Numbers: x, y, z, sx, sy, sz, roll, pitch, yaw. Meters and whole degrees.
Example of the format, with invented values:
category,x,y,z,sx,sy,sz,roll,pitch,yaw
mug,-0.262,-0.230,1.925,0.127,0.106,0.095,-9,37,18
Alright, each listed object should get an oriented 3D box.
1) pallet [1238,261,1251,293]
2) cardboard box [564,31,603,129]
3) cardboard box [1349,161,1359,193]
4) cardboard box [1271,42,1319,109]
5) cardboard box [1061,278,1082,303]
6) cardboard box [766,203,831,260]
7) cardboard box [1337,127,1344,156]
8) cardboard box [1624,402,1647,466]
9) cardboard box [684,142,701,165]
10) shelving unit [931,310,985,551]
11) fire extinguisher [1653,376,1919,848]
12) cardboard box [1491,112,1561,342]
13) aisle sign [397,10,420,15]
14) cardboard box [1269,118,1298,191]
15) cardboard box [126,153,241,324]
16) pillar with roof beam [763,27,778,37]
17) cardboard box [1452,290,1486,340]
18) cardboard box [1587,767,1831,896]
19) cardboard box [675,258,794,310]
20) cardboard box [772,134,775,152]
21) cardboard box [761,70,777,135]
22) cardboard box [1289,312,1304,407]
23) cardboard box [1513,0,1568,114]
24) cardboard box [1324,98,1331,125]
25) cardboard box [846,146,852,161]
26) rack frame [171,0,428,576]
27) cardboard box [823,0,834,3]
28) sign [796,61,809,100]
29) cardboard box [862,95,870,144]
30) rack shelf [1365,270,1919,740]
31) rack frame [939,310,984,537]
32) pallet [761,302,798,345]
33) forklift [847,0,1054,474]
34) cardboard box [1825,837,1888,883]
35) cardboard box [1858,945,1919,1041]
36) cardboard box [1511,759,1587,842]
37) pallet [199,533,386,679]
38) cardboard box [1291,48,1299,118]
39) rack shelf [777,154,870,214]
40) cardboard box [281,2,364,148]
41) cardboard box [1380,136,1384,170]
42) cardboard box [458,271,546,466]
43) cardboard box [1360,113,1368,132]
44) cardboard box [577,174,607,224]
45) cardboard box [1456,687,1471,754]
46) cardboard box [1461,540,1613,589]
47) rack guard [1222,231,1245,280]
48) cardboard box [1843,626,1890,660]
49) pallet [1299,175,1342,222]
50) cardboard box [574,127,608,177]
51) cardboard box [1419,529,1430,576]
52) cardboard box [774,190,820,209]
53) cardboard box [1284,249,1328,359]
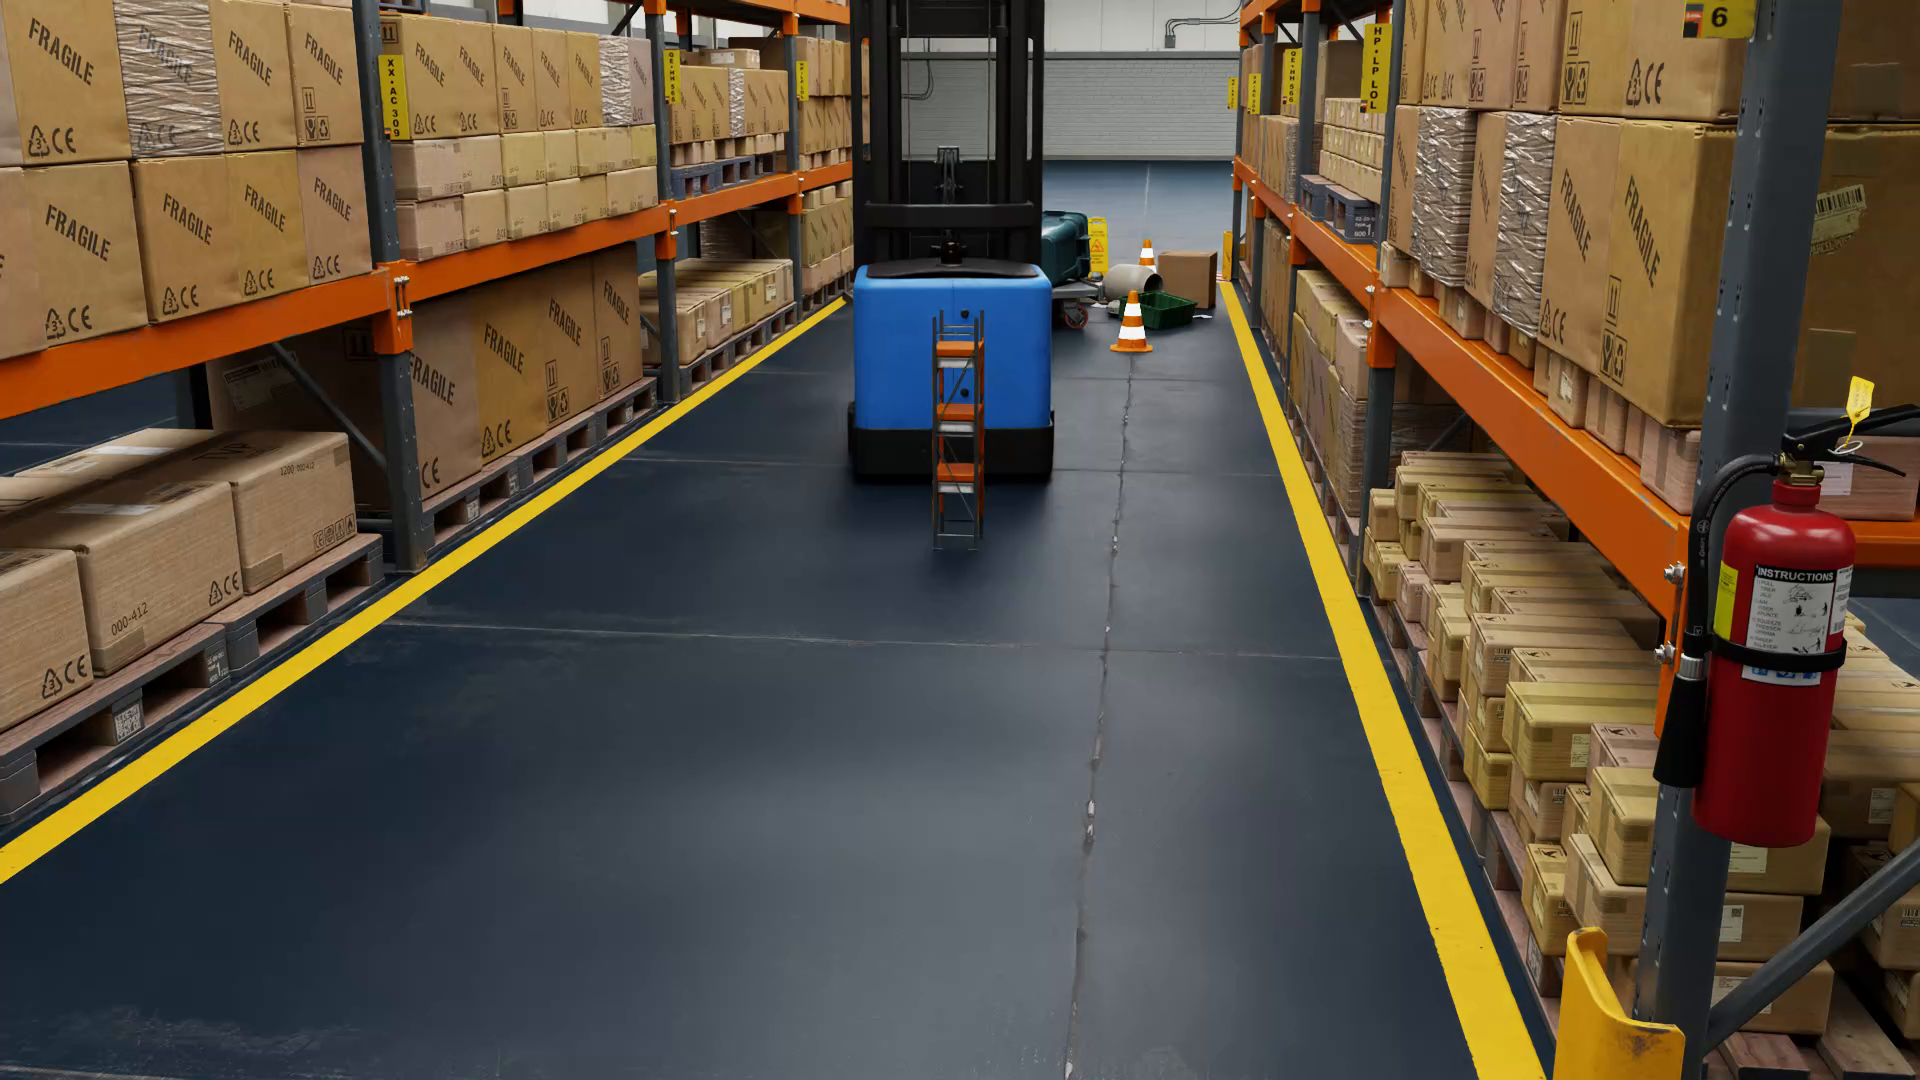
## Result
category,x,y,z,sx,sy,sz,roll,pitch,yaw
pallet,3.463,-2.761,17.468,1.003,0.211,1.213,2,15,6
cardboard box,-2.268,-2.488,9.011,0.500,0.500,0.500,2,15,6
cardboard box,2.143,-1.802,8.255,0.380,0.149,0.250,1,15,4
cardboard box,3.100,-3.967,14.232,0.875,0.550,0.550,2,15,6
cardboard box,0.766,-2.524,15.771,0.797,0.637,0.503,2,15,6
cardboard box,-1.522,-2.920,15.742,0.500,0.500,0.500,2,15,9
cardboard box,2.235,-2.142,8.944,0.380,0.149,0.250,2,15,7
cardboard box,1.491,-0.202,3.143,0.380,0.149,0.250,2,15,6
cardboard box,-1.994,-2.663,11.442,0.380,0.149,0.250,1,15,3
shelving unit,-0.006,-0.493,7.474,0.215,1.050,0.252,2,15,6
fire extinguisher,1.183,0.102,2.400,0.296,0.674,0.183,2,15,6
cardboard box,1.576,-0.748,3.920,0.500,0.500,0.500,2,15,6
aisle sign,-6.087,-5.845,18.550,0.394,0.787,0.004,2,15,6
cardboard box,2.525,-2.807,12.104,0.500,0.500,0.500,2,15,7
cardboard box,-2.701,-0.980,5.348,0.500,0.500,0.500,1,15,5
pillar with roof beam,-0.375,-13.421,40.057,9.100,9.000,0.400,2,15,6
cardboard box,1.664,-0.676,4.897,0.380,0.149,0.250,2,15,9
cardboard box,1.478,0.575,3.307,0.380,0.149,0.250,2,15,7
cardboard box,-1.962,-2.197,14.269,0.950,0.372,0.625,2,15,7
cardboard box,-1.737,-3.271,13.688,0.380,0.149,0.250,1,15,5
cardboard box,-1.784,-3.538,13.434,0.500,0.500,0.500,2,15,7
cardboard box,2.240,-1.062,9.826,0.500,0.500,0.500,1,15,4
cardboard box,1.581,-1.234,3.802,0.500,0.500,0.500,2,15,9
cardboard box,2.328,-2.495,9.680,0.380,0.149,0.250,2,15,6
cardboard box,-1.251,-4.009,17.223,0.380,0.149,0.250,2,15,7
rack frame,-2.808,-1.324,6.811,1.000,3.000,0.127,2,15,6
cardboard box,-1.394,-5.131,15.625,0.380,0.149,0.250,1,15,5
sign,-1.354,-3.942,14.276,0.100,0.325,0.005,2,15,6
cardboard box,-1.242,-4.479,17.719,0.500,0.500,0.500,1,15,5
rack shelf,1.896,-0.338,4.545,1.077,0.370,4.000,2,15,6
rack frame,0.008,-0.525,7.591,0.200,1.050,0.008,2,15,6
pallet,-1.992,-1.851,14.102,1.003,0.211,1.213,2,15,6
forklift,-0.080,-2.084,9.754,1.130,2.935,3.031,0,15,-2
cardboard box,2.071,0.665,3.542,0.380,0.149,0.250,2,15,6
cardboard box,2.047,0.880,3.317,0.380,0.149,0.250,2,15,7
cardboard box,1.503,0.583,3.847,0.380,0.149,0.250,1,15,4
pallet,-2.972,0.217,6.454,1.003,0.211,1.213,2,15,6
cardboard box,2.861,-3.417,12.444,0.700,0.500,0.500,2,15,7
rack shelf,-1.680,-3.570,16.497,1.077,0.370,4.000,2,15,6
cardboard box,-2.587,-1.724,6.185,0.500,0.500,0.500,2,15,6
cardboard box,2.030,-1.671,7.202,0.380,0.149,0.250,2,15,9
cardboard box,-2.724,-0.899,8.505,0.875,0.875,0.875,2,15,8
cardboard box,2.121,-2.021,7.926,0.380,0.149,0.250,1,15,4
cardboard box,-2.271,-1.887,9.181,0.500,0.250,0.500,2,15,6
cardboard box,1.598,0.526,4.629,0.380,0.149,0.250,2,15,7
cardboard box,1.742,0.107,5.037,0.380,0.149,0.250,1,15,4
rack guard,3.478,-3.116,18.228,1.175,0.500,0.348,2,15,6
cardboard box,2.121,0.319,4.255,0.380,0.149,0.250,2,15,8
pallet,2.598,-1.961,9.536,1.213,0.211,1.003,2,15,6
cardboard box,-2.251,-2.131,9.125,0.500,0.250,0.500,1,15,5
cardboard box,1.832,0.043,5.845,0.380,0.149,0.250,2,15,6
cardboard box,-1.497,-3.125,15.256,0.380,0.149,0.250,2,15,7
cardboard box,2.731,-1.514,11.019,1.050,0.750,0.750,1,15,5
